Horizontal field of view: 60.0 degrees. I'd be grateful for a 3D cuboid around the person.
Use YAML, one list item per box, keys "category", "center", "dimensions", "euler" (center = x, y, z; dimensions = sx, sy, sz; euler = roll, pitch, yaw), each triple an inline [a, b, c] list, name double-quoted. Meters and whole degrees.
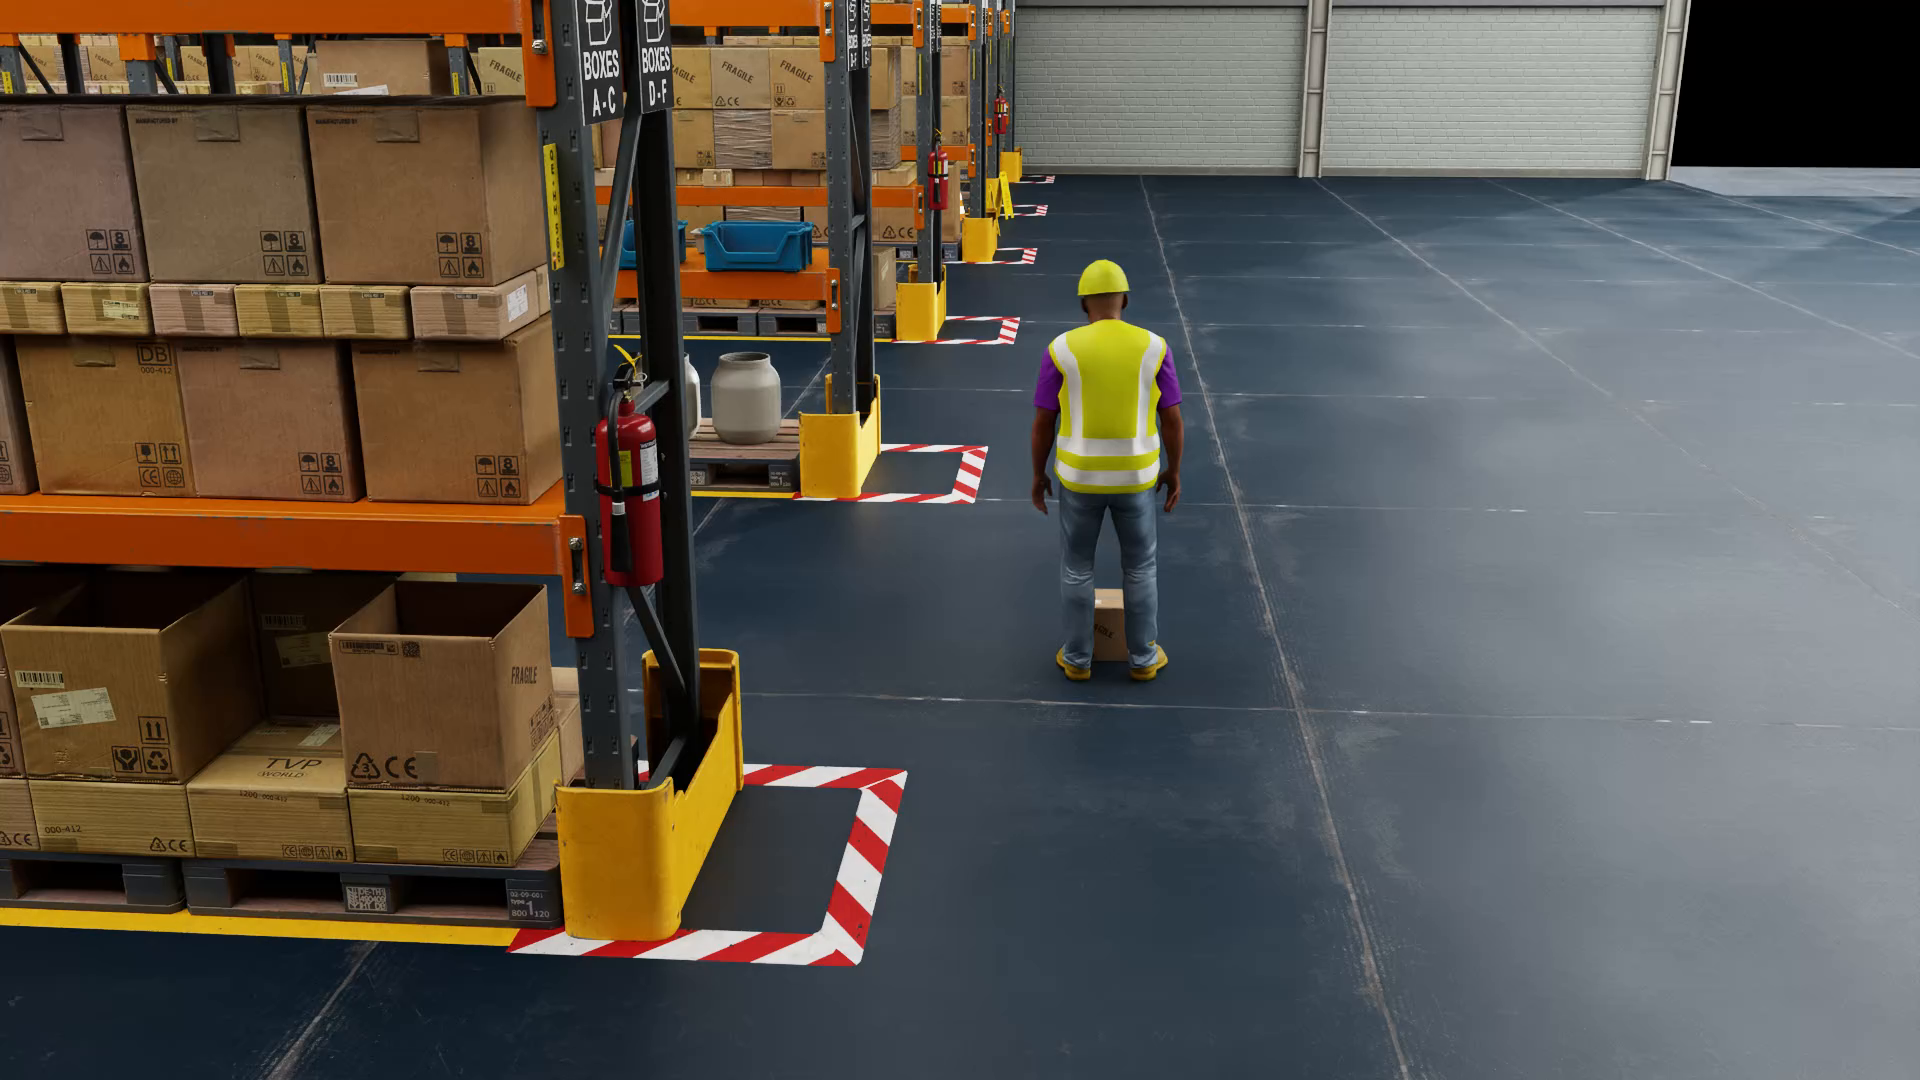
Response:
- category: "person"
  center: [0.606, -0.275, 6.898]
  dimensions: [0.629, 1.759, 0.460]
  euler: [0, 17, 1]
